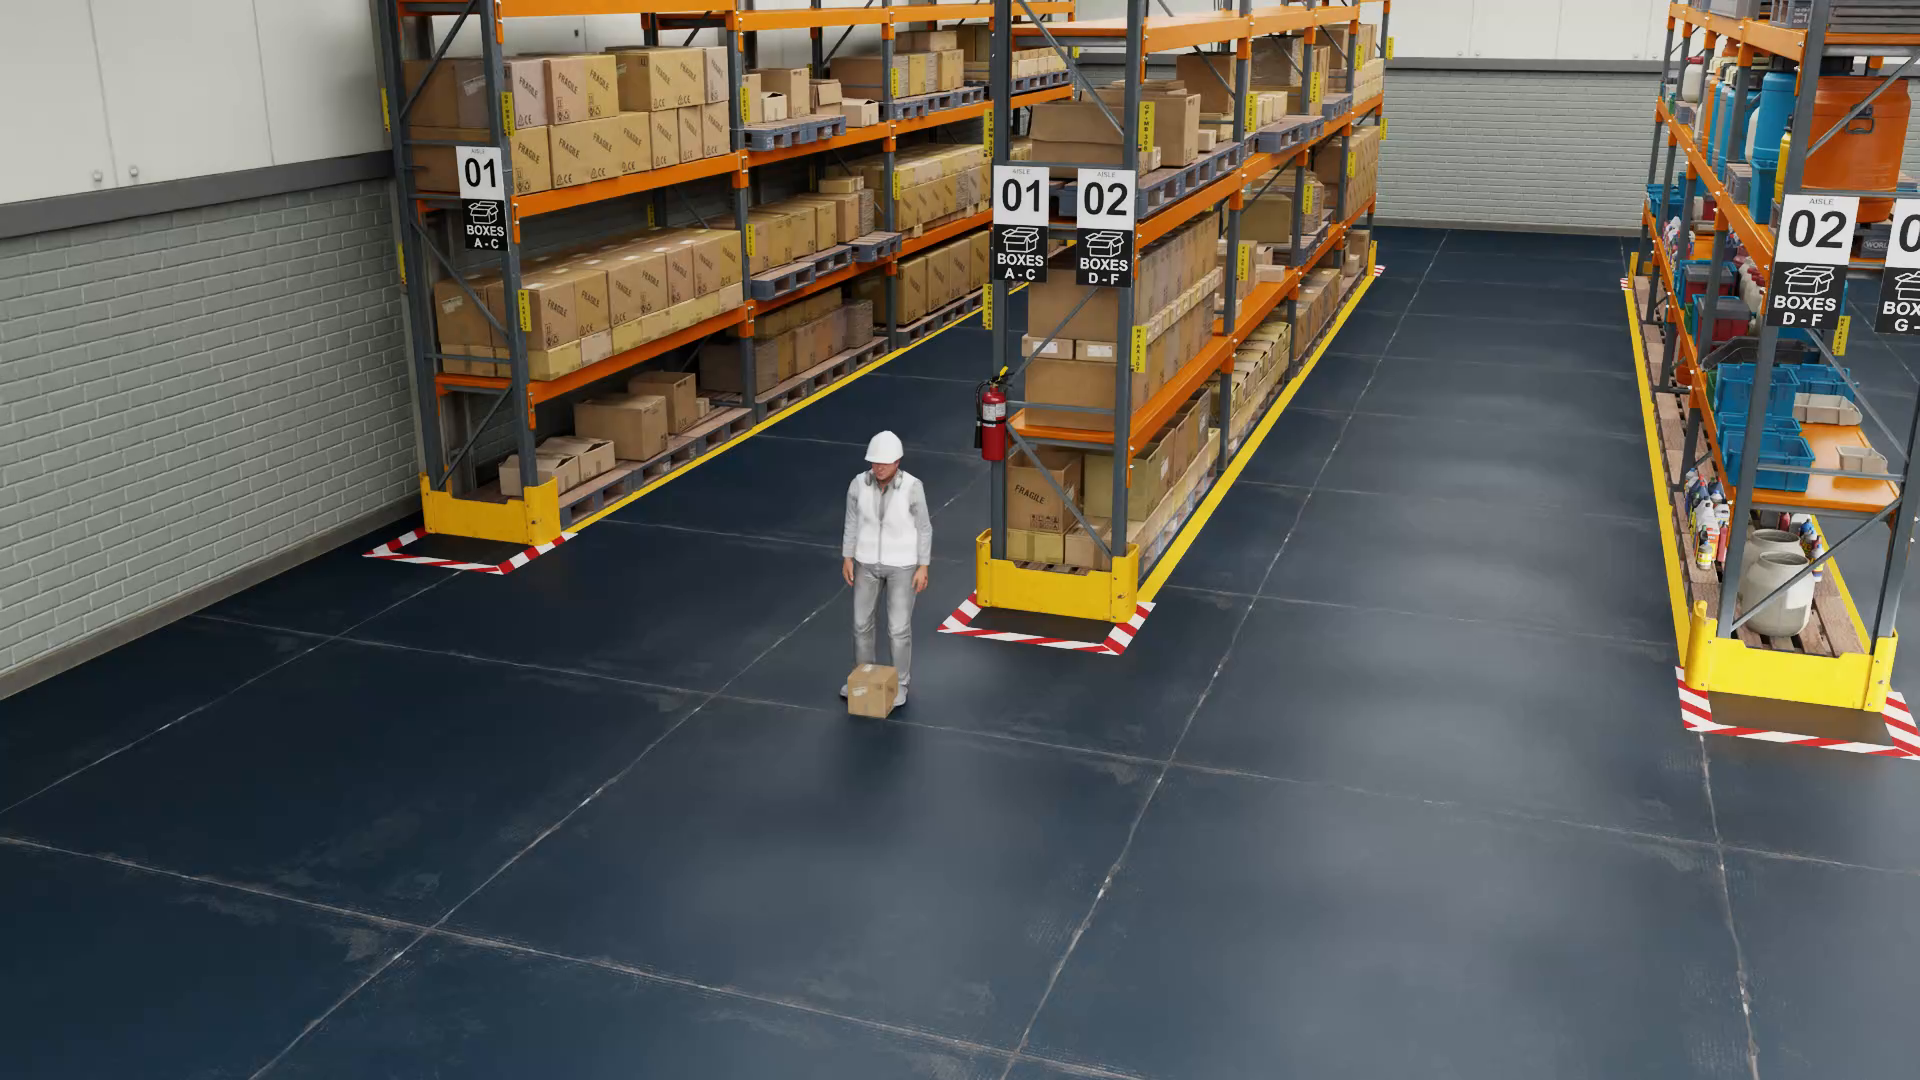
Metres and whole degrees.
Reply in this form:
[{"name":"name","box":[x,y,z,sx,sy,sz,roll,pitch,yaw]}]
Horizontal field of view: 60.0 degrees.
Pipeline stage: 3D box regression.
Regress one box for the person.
[{"name":"person","box":[-0.469,0.159,10.551,0.587,1.767,0.476,5,19,15]}]
